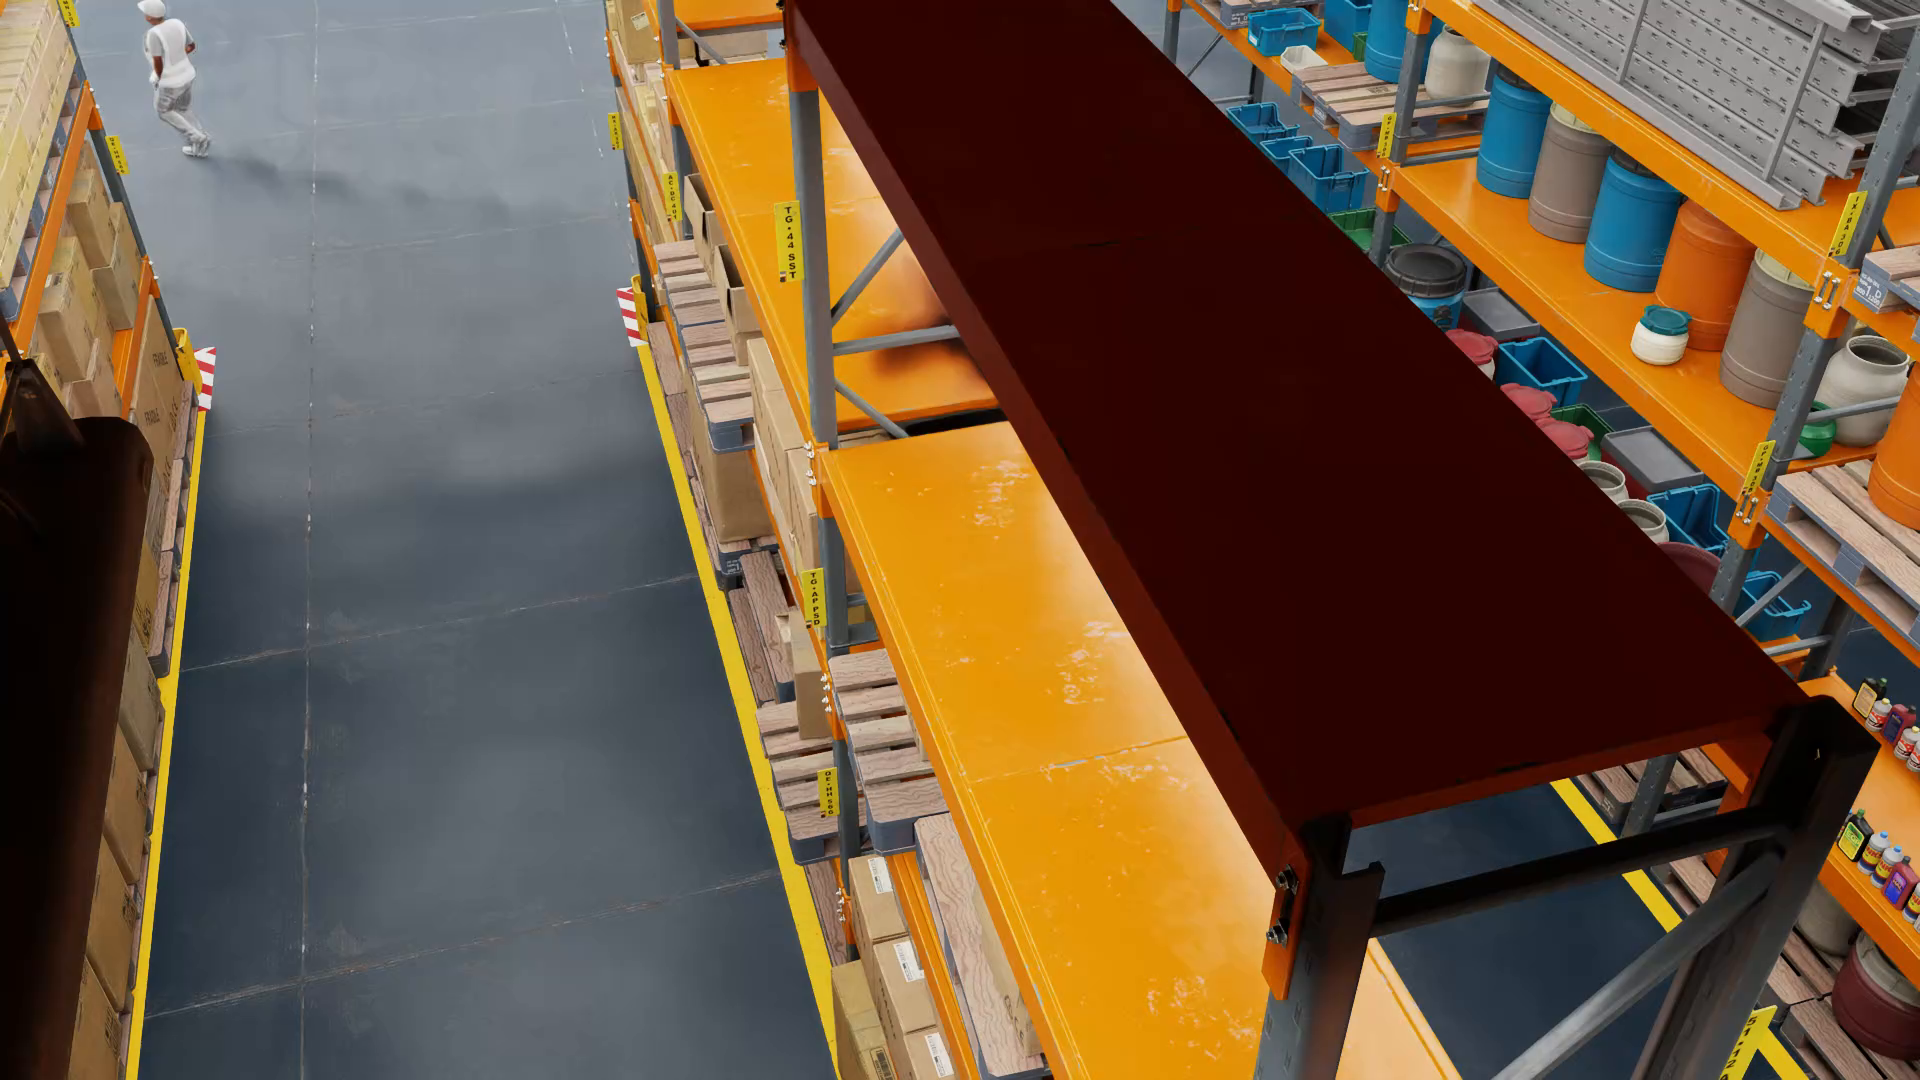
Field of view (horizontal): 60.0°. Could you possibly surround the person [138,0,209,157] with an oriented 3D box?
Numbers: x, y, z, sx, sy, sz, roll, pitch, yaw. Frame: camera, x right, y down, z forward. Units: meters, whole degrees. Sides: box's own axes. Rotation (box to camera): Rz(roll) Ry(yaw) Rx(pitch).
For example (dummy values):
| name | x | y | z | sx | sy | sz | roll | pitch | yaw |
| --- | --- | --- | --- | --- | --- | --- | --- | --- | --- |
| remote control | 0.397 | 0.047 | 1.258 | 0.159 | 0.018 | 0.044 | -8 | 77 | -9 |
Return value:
| name | x | y | z | sx | sy | sz | roll | pitch | yaw |
| --- | --- | --- | --- | --- | --- | --- | --- | --- | --- |
| person | -8.352 | -4.886 | 17.595 | 0.587 | 1.742 | 0.698 | 12 | 40 | 14 |
